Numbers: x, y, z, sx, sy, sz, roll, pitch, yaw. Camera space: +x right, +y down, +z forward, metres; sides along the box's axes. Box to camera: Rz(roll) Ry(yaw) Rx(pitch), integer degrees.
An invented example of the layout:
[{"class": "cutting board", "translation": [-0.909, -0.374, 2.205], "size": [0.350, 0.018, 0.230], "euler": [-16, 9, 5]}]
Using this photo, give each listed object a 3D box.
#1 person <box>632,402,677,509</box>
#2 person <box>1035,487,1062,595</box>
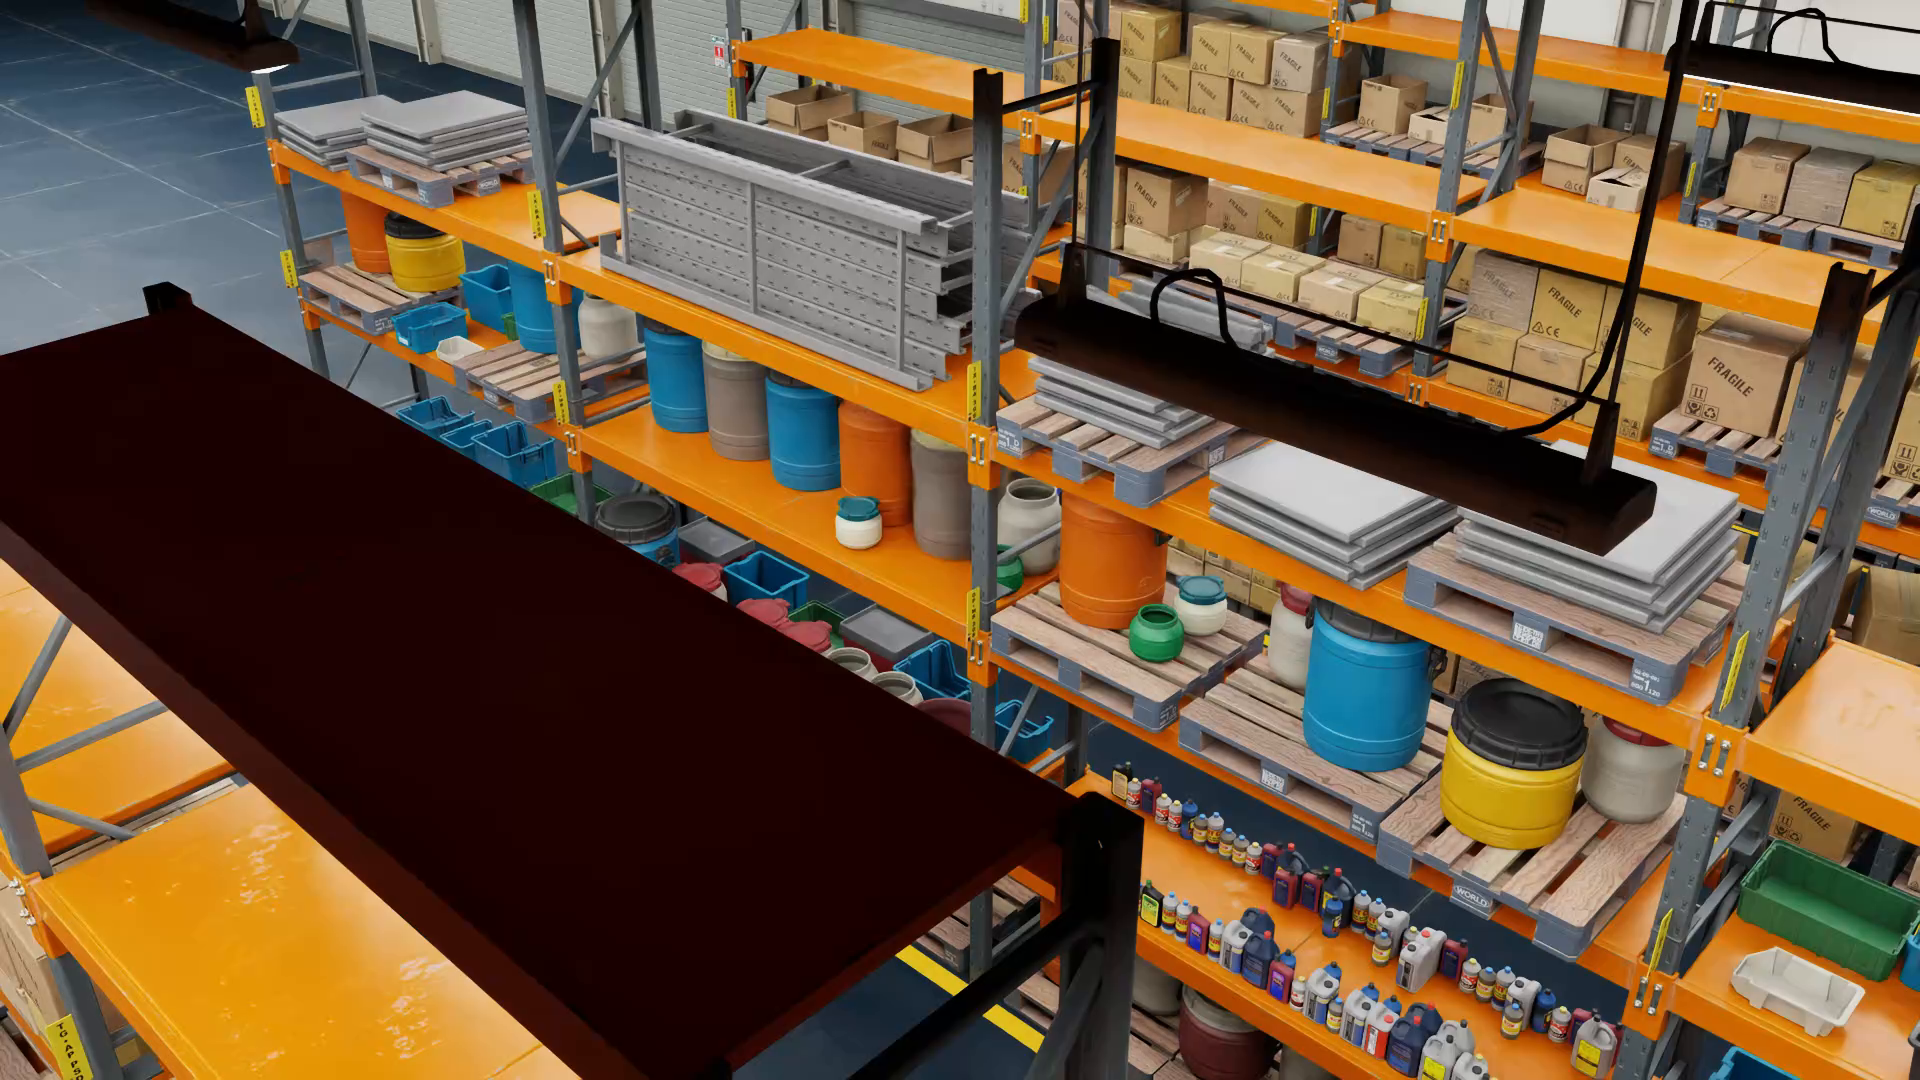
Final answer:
[{"class": "person", "translation": [-2.906, -1.079, 16.335], "size": [0.598, 1.745, 0.527], "euler": [-20, 35, -31]}, {"class": "person", "translation": [0.731, -0.038, 14.296], "size": [0.757, 1.559, 0.511], "euler": [8, 30, 14]}]
